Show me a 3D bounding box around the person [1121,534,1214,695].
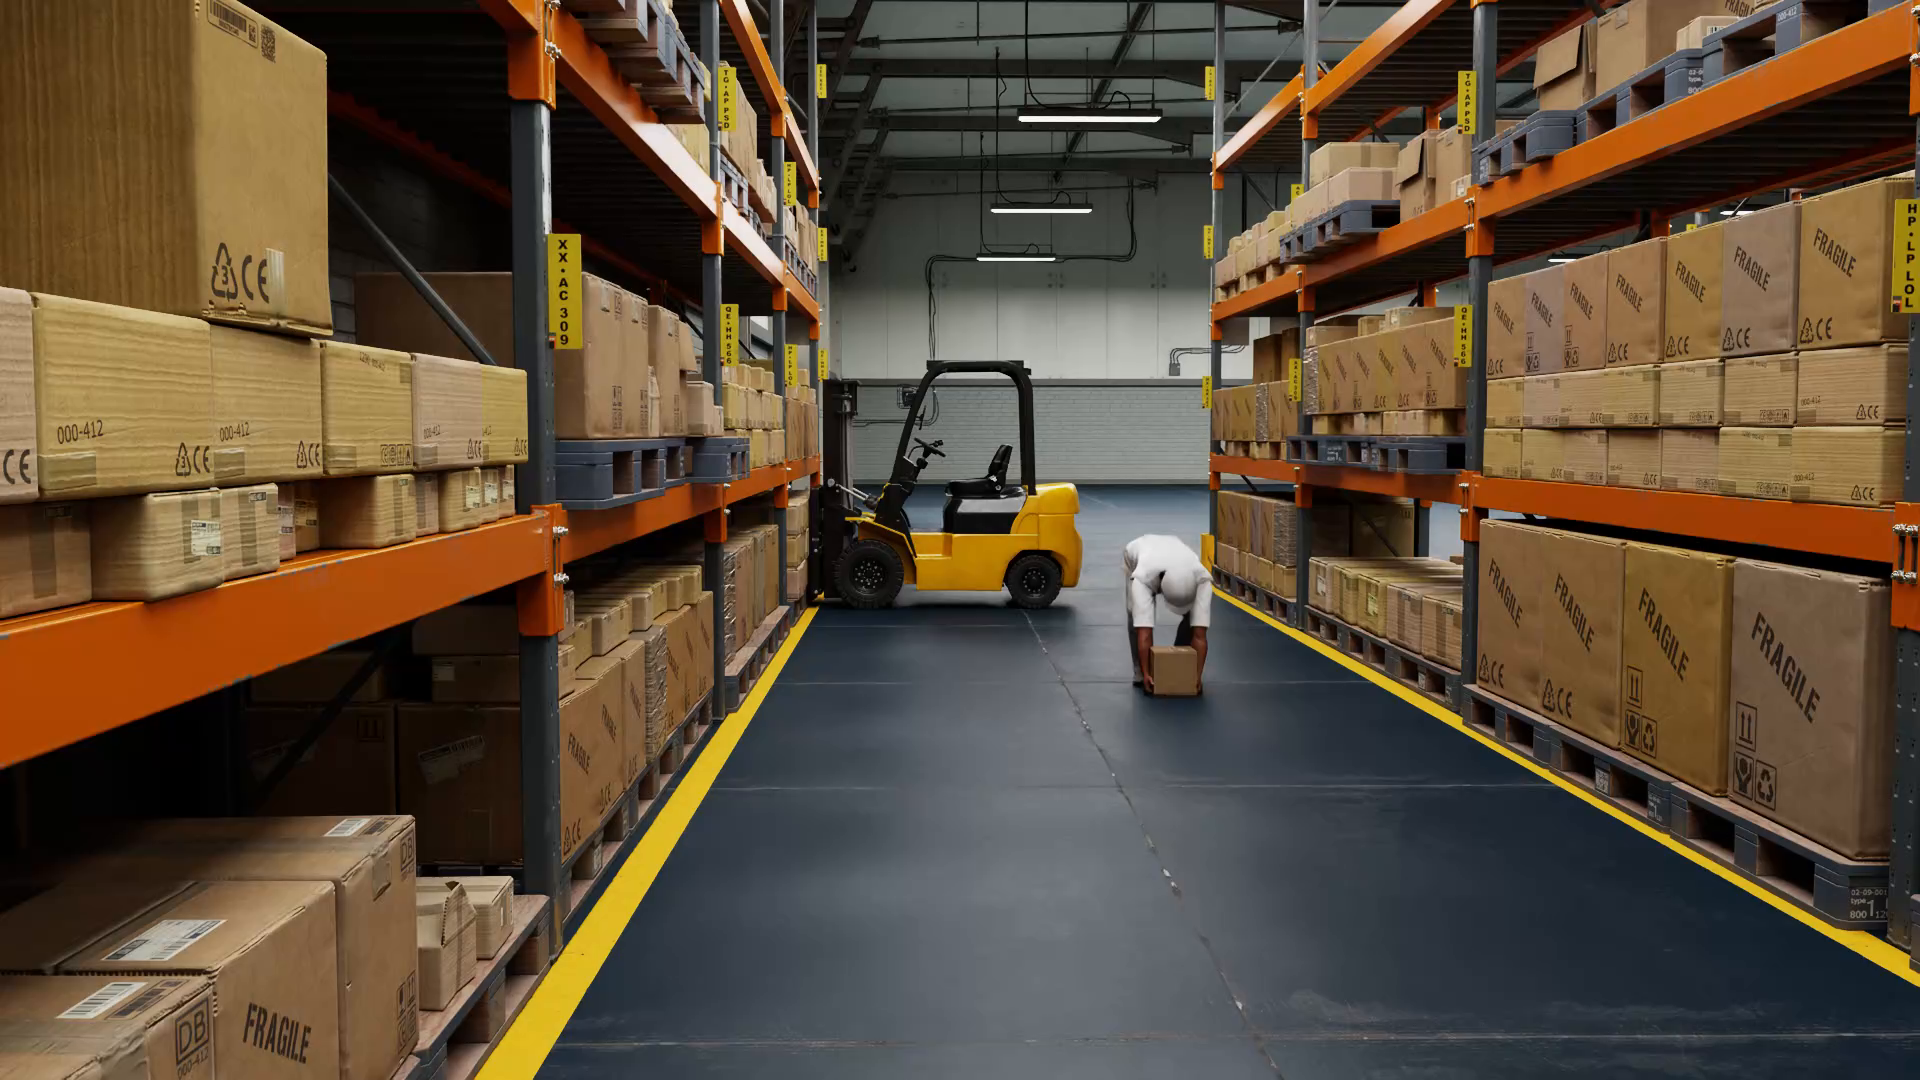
[{"bbox_3d":[1.254,0.432,10.026,0.501,0.915,0.976,0,4,-4],"label":"person"}]
